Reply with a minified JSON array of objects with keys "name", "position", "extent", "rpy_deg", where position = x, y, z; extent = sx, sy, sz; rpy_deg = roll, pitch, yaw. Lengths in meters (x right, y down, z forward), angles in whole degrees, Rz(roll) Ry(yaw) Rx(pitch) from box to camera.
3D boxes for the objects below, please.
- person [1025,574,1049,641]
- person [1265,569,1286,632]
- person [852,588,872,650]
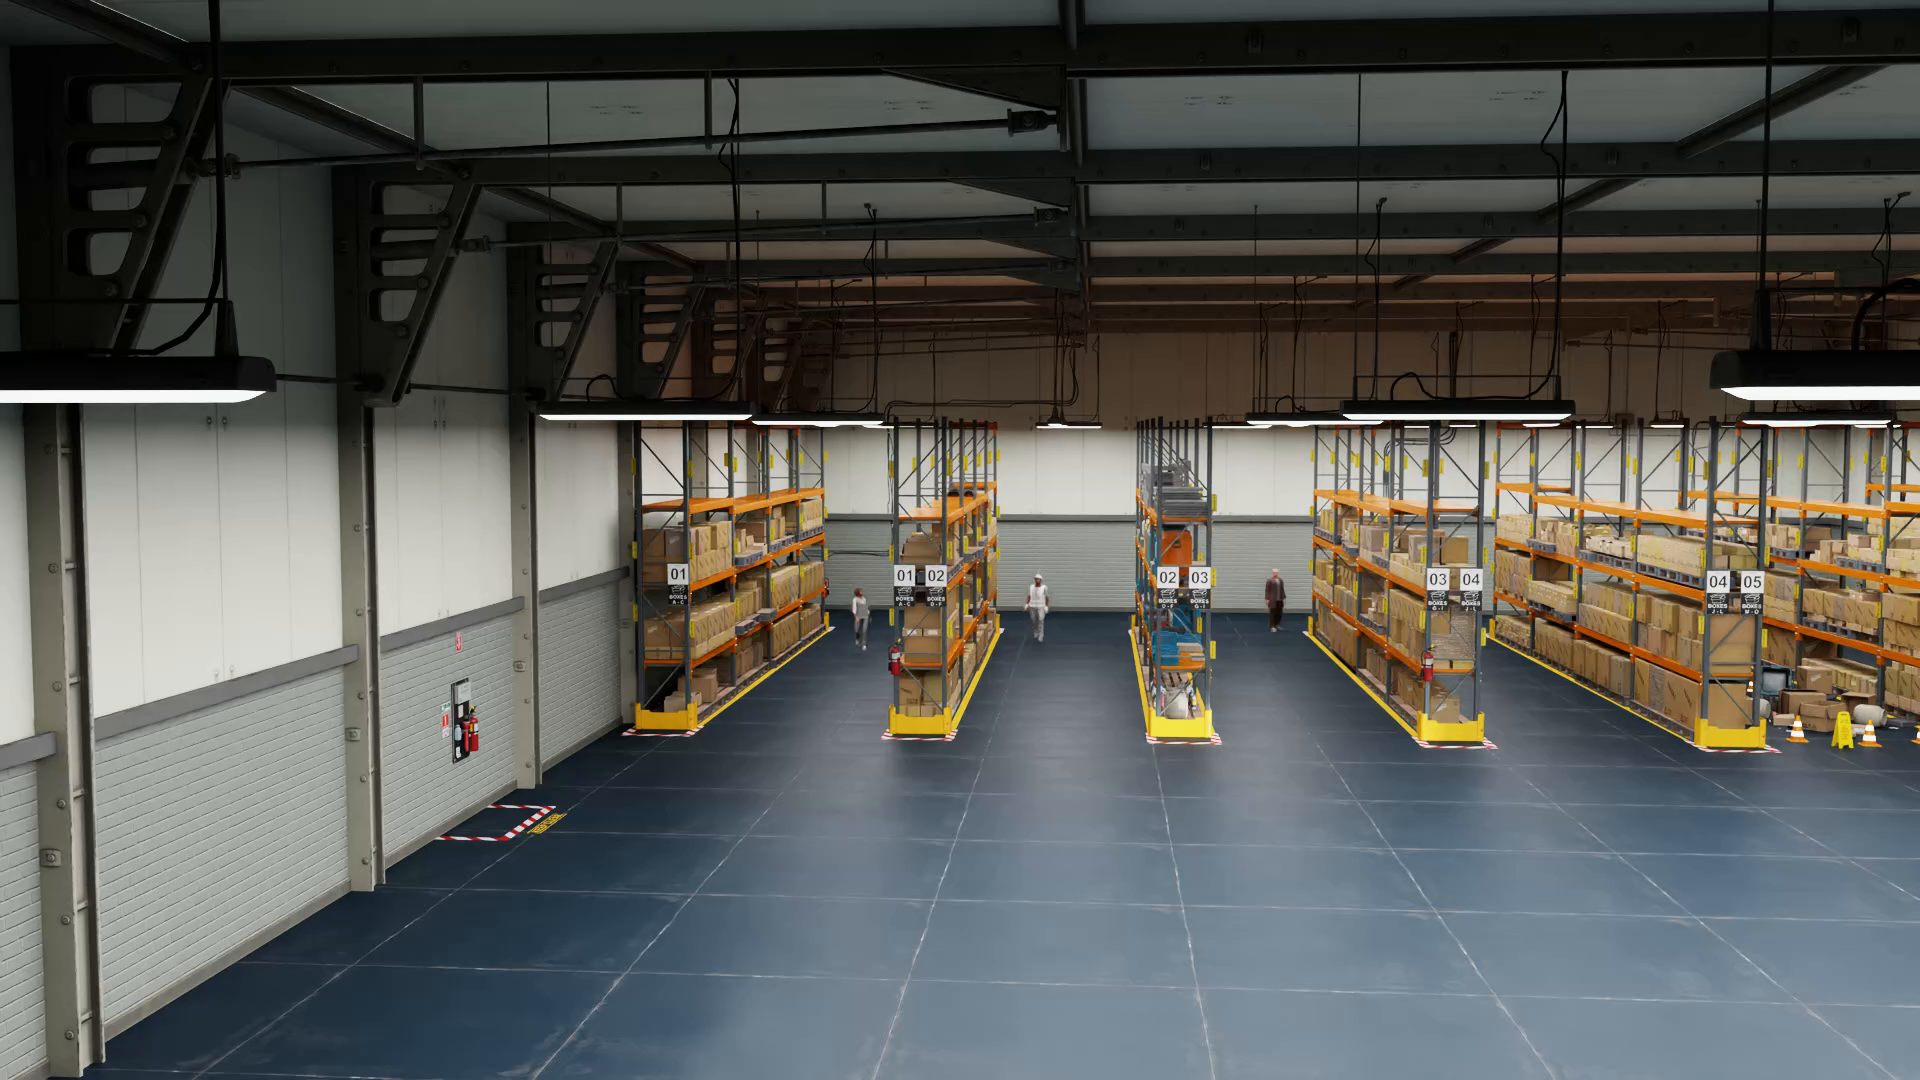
[{"name":"person","position":[2.055,1.799,44.510],"extent":[0.628,1.742,0.941],"rpy_deg":[0,4,7]},{"name":"person","position":[9.050,1.720,47.673],"extent":[0.643,1.790,0.438],"rpy_deg":[-2,4,-23]},{"name":"person","position":[-2.492,2.008,42.312],"extent":[0.484,1.574,0.479],"rpy_deg":[0,4,-1]}]
